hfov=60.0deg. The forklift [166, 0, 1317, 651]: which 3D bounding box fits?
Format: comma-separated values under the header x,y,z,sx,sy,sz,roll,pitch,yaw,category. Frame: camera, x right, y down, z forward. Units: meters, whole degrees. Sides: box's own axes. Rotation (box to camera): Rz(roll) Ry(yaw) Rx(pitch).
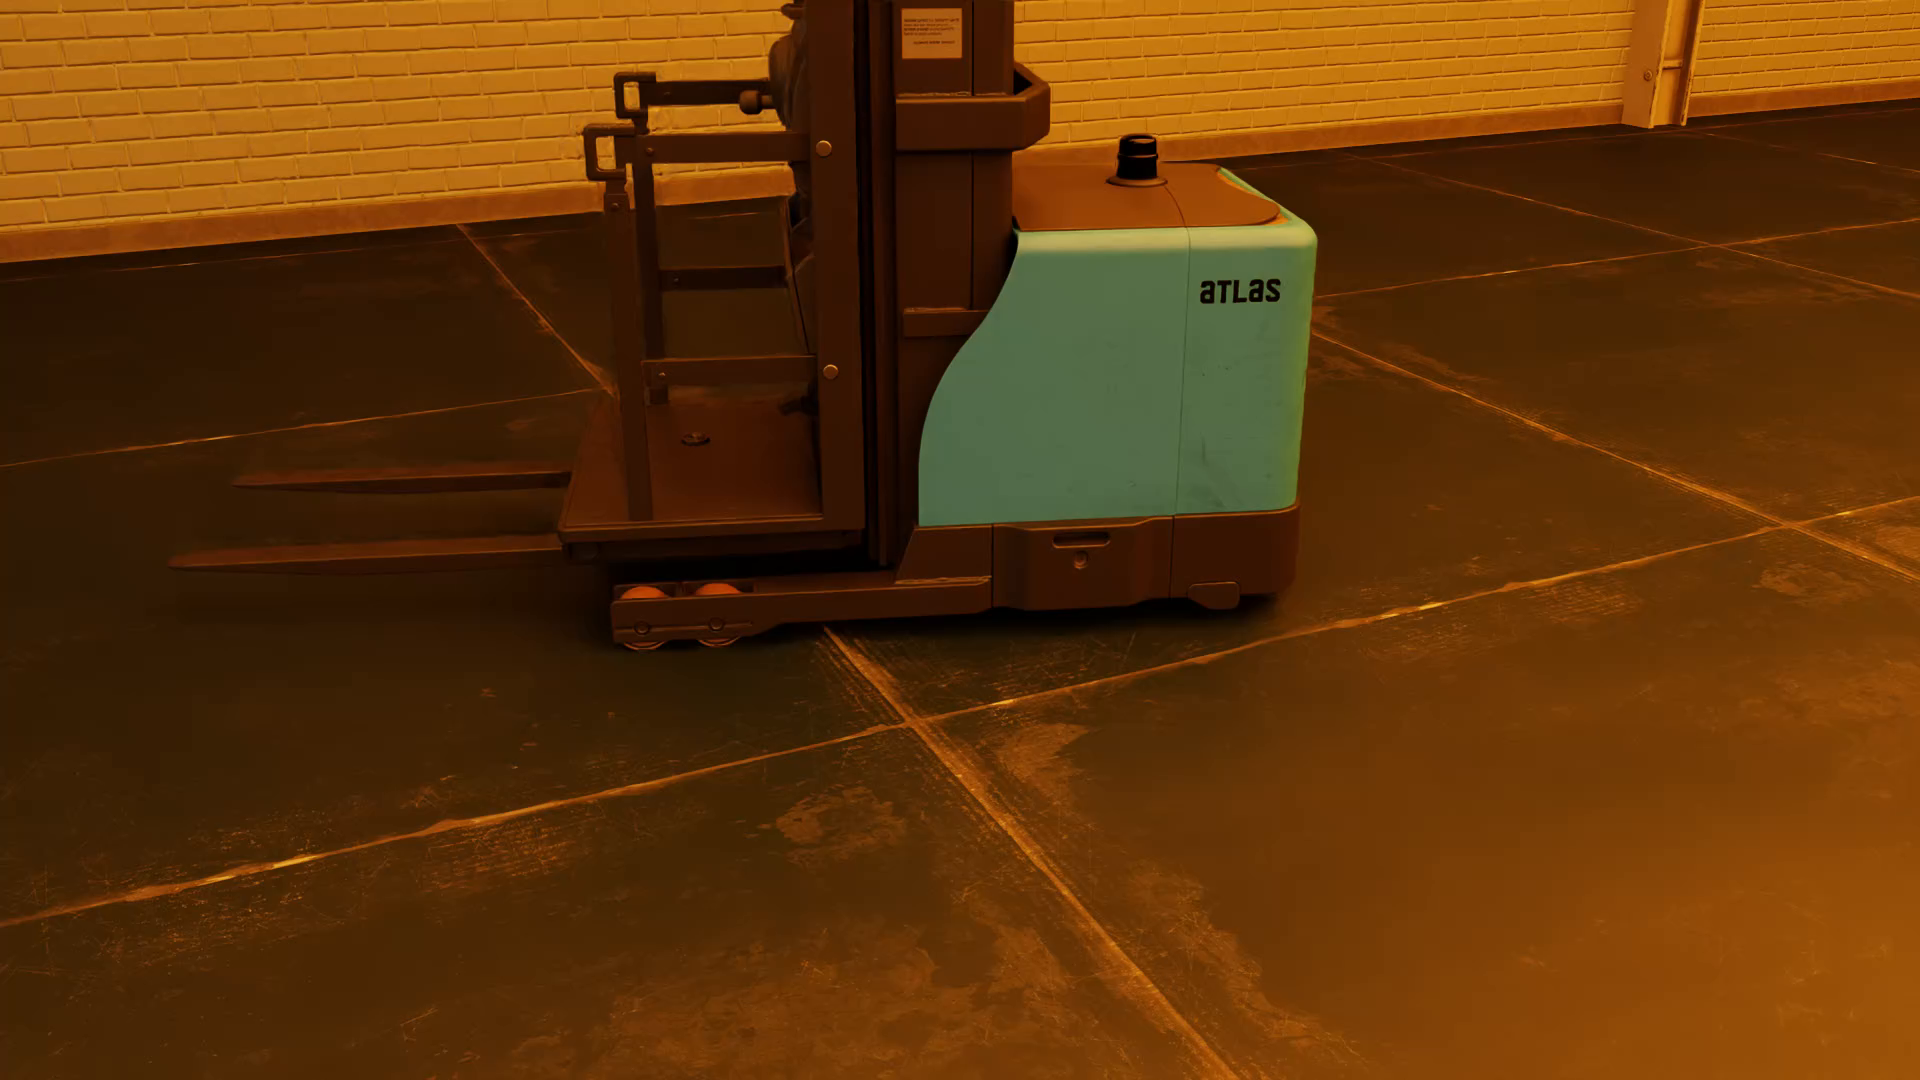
x,y,z,sx,sy,sz,roll,pitch,yaw,category
-0.620,-1.275,4.356,3.031,2.935,1.130,-3,23,-6,forklift
